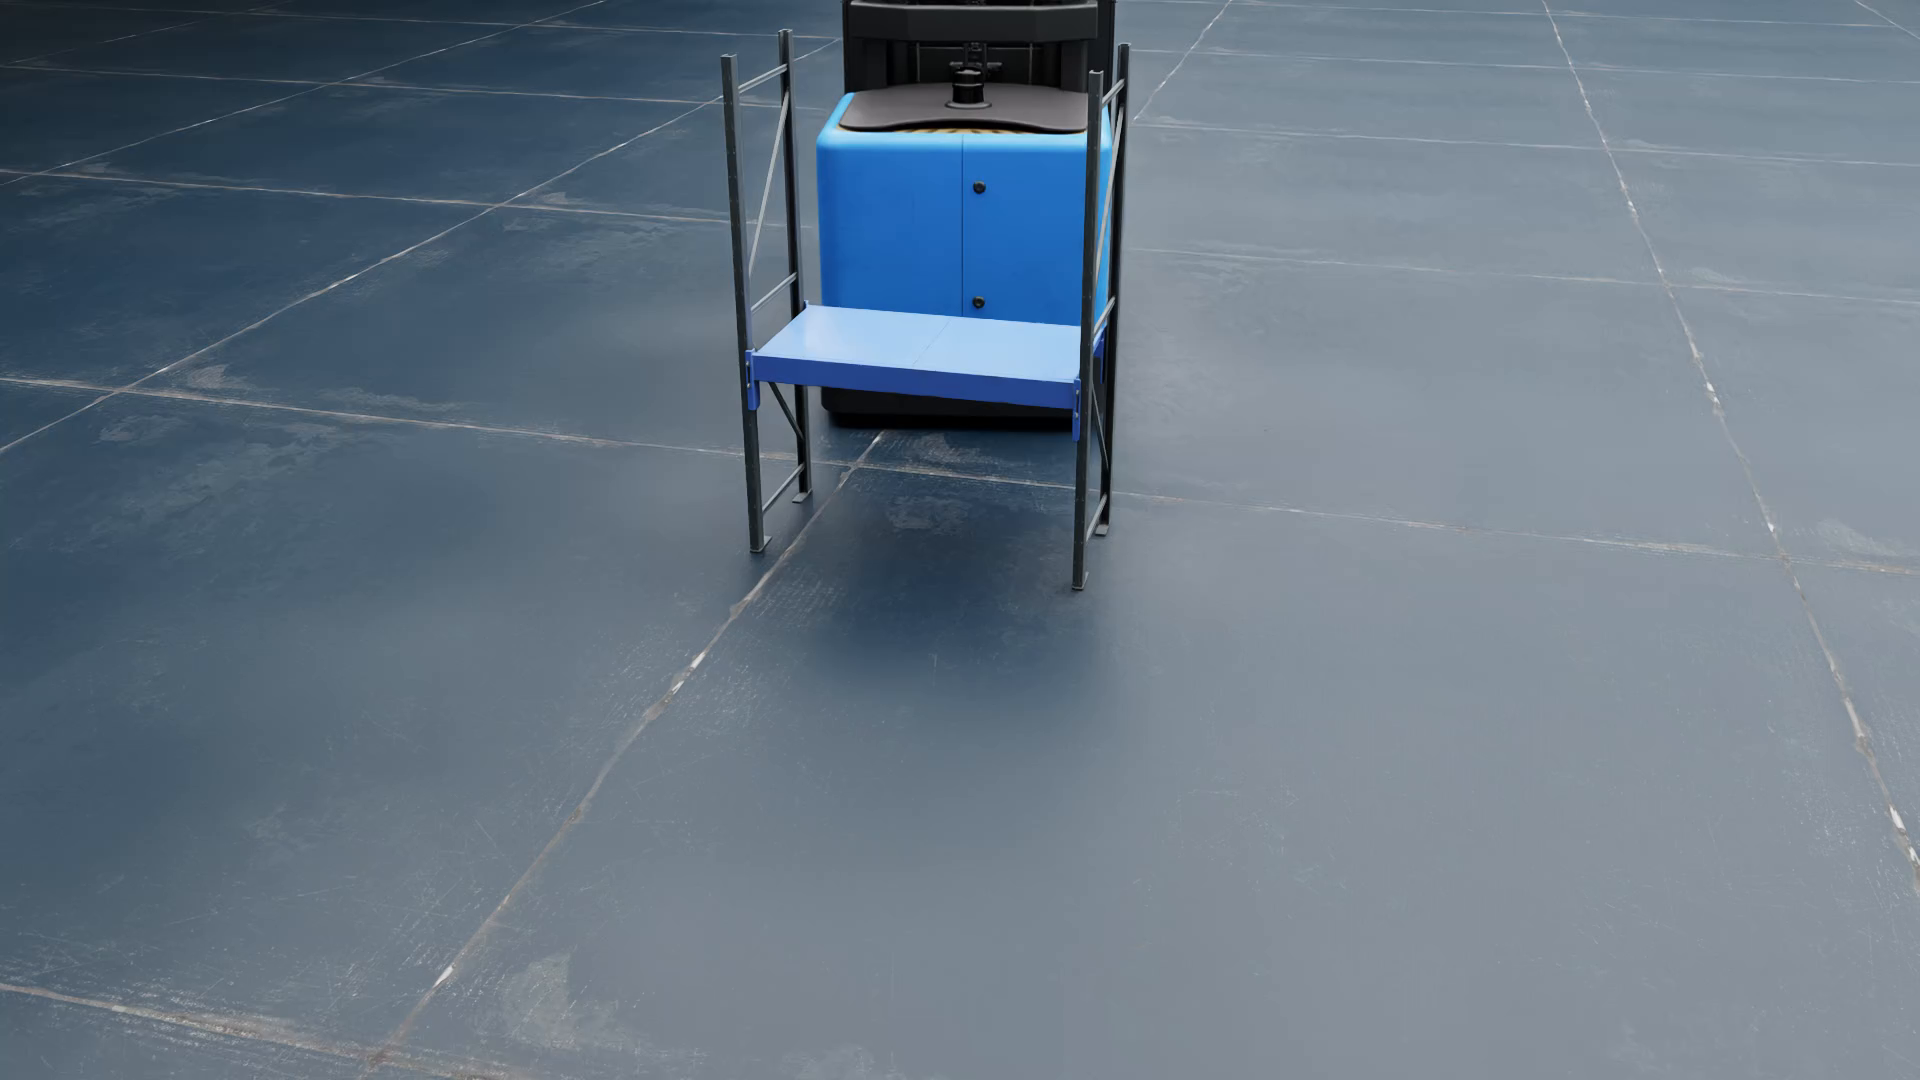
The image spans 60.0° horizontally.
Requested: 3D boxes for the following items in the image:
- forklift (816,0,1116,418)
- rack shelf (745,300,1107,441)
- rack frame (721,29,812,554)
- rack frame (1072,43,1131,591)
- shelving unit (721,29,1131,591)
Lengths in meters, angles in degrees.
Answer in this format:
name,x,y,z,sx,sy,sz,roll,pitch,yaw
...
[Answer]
name,x,y,z,sx,sy,sz,roll,pitch,yaw
forklift,0.088,-2.357,6.790,1.130,2.935,3.031,1,25,3
rack shelf,-0.083,-0.524,5.024,1.000,0.185,0.538,6,26,13
rack frame,-0.575,-0.741,5.061,0.032,1.500,0.500,6,26,13
rack frame,0.410,-0.632,4.832,0.032,1.500,0.500,6,26,13
shelving unit,-0.083,-0.686,4.947,1.048,1.500,0.538,6,26,13
